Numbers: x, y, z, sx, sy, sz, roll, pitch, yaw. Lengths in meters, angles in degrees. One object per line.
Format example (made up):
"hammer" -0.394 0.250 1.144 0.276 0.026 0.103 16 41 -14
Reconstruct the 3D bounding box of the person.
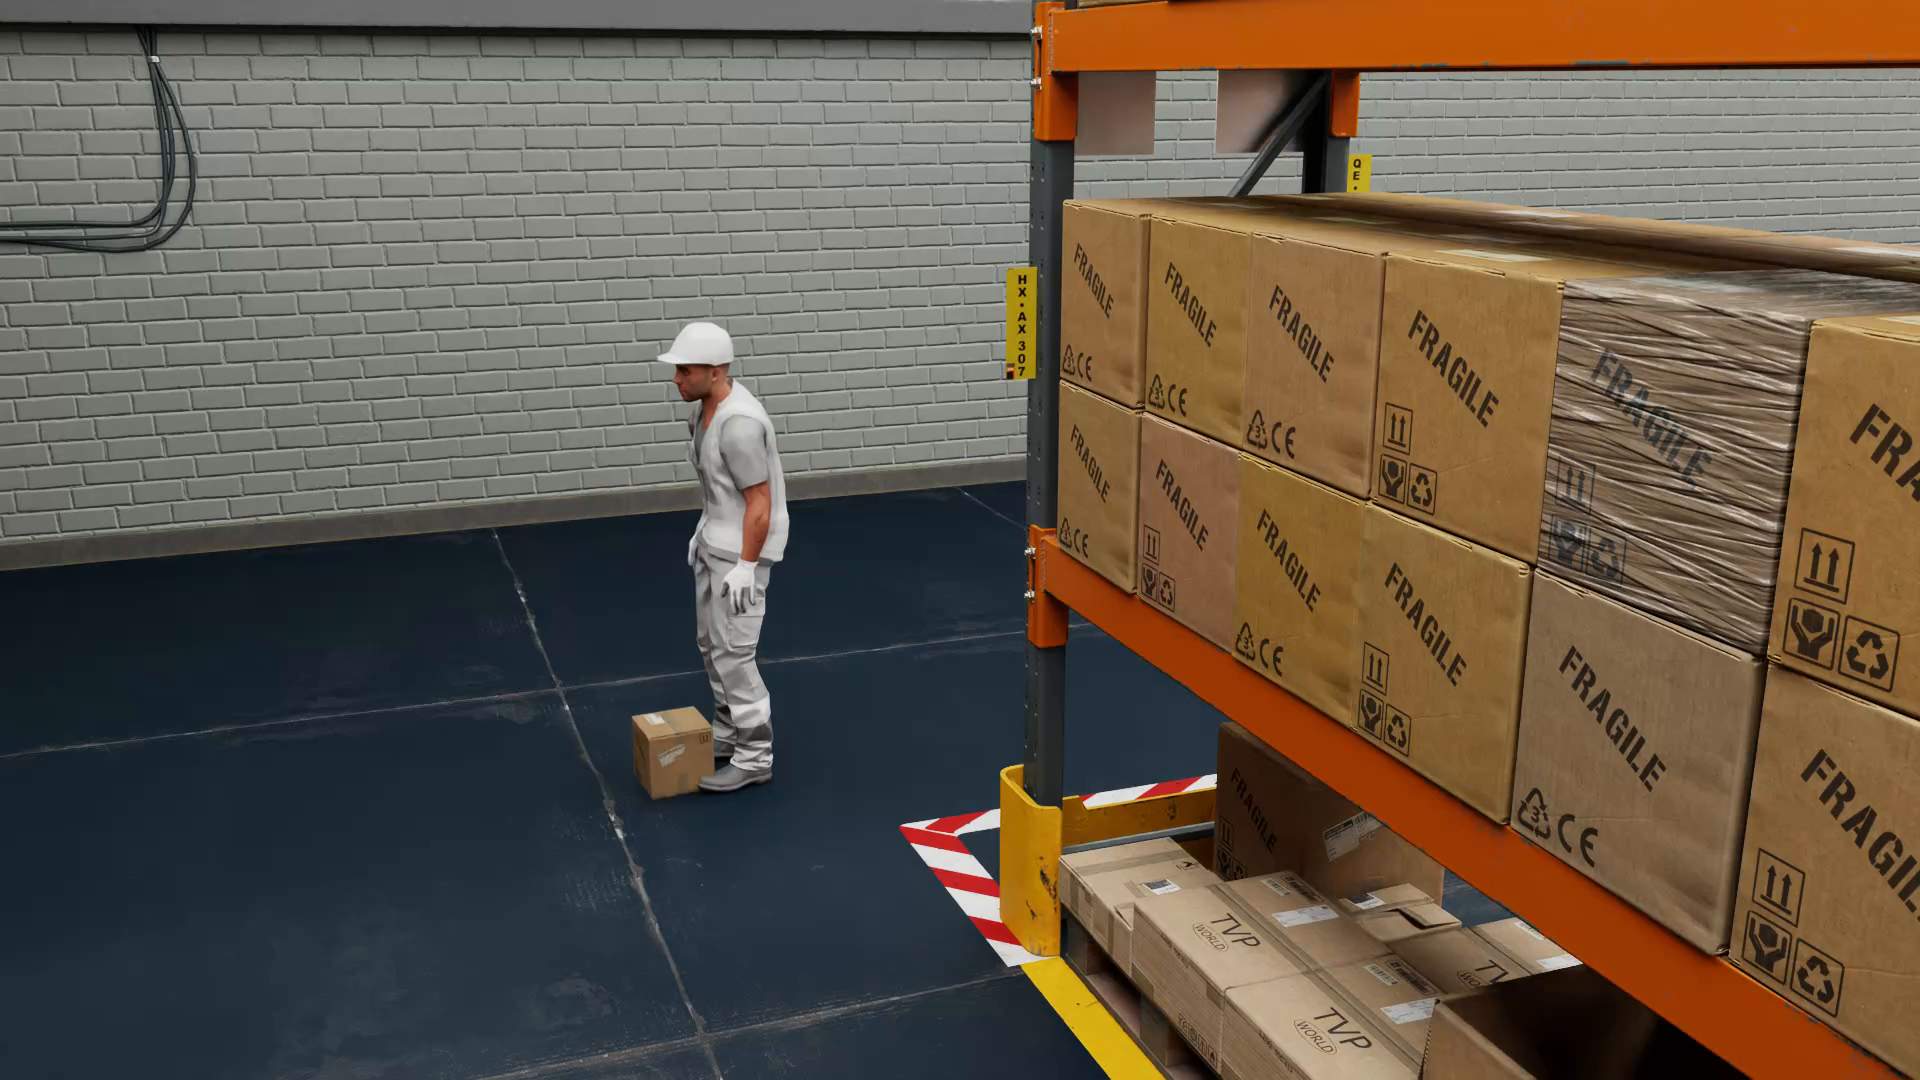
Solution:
"person" -0.889 0.060 6.281 0.452 1.777 0.601 -7 17 -22
